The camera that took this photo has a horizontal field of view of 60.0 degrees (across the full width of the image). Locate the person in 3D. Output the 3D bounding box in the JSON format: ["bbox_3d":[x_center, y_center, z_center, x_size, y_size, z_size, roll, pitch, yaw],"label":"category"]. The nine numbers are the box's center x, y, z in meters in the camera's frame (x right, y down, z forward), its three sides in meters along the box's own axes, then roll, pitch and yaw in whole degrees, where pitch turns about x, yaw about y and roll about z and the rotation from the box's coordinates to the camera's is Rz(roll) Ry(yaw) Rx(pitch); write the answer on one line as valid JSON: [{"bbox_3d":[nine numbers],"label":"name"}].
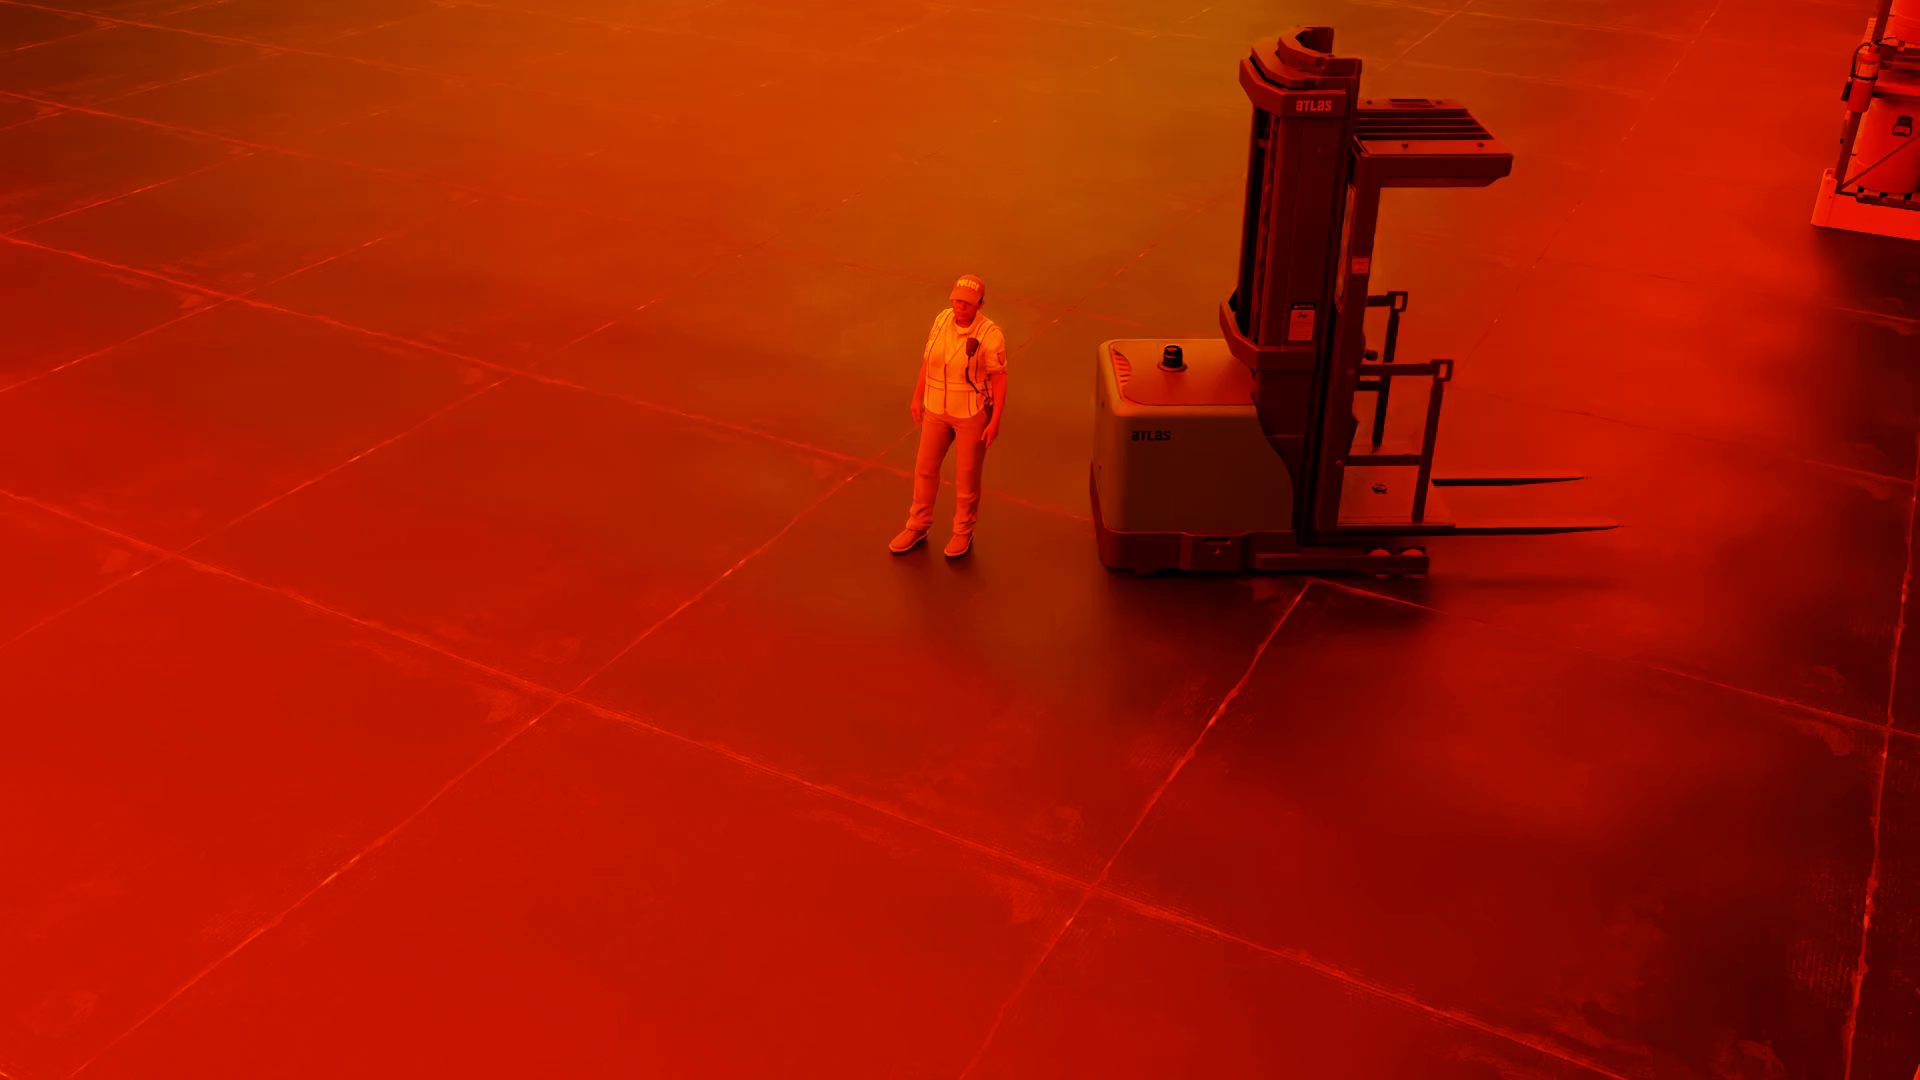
[{"bbox_3d":[-0.057,-0.701,9.534,0.598,1.670,0.529,15,33,25],"label":"person"}]

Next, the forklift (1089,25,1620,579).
[{"bbox_3d":[2.330,-1.313,9.345,3.031,2.935,1.130,0,30,-1],"label":"forklift"}]
